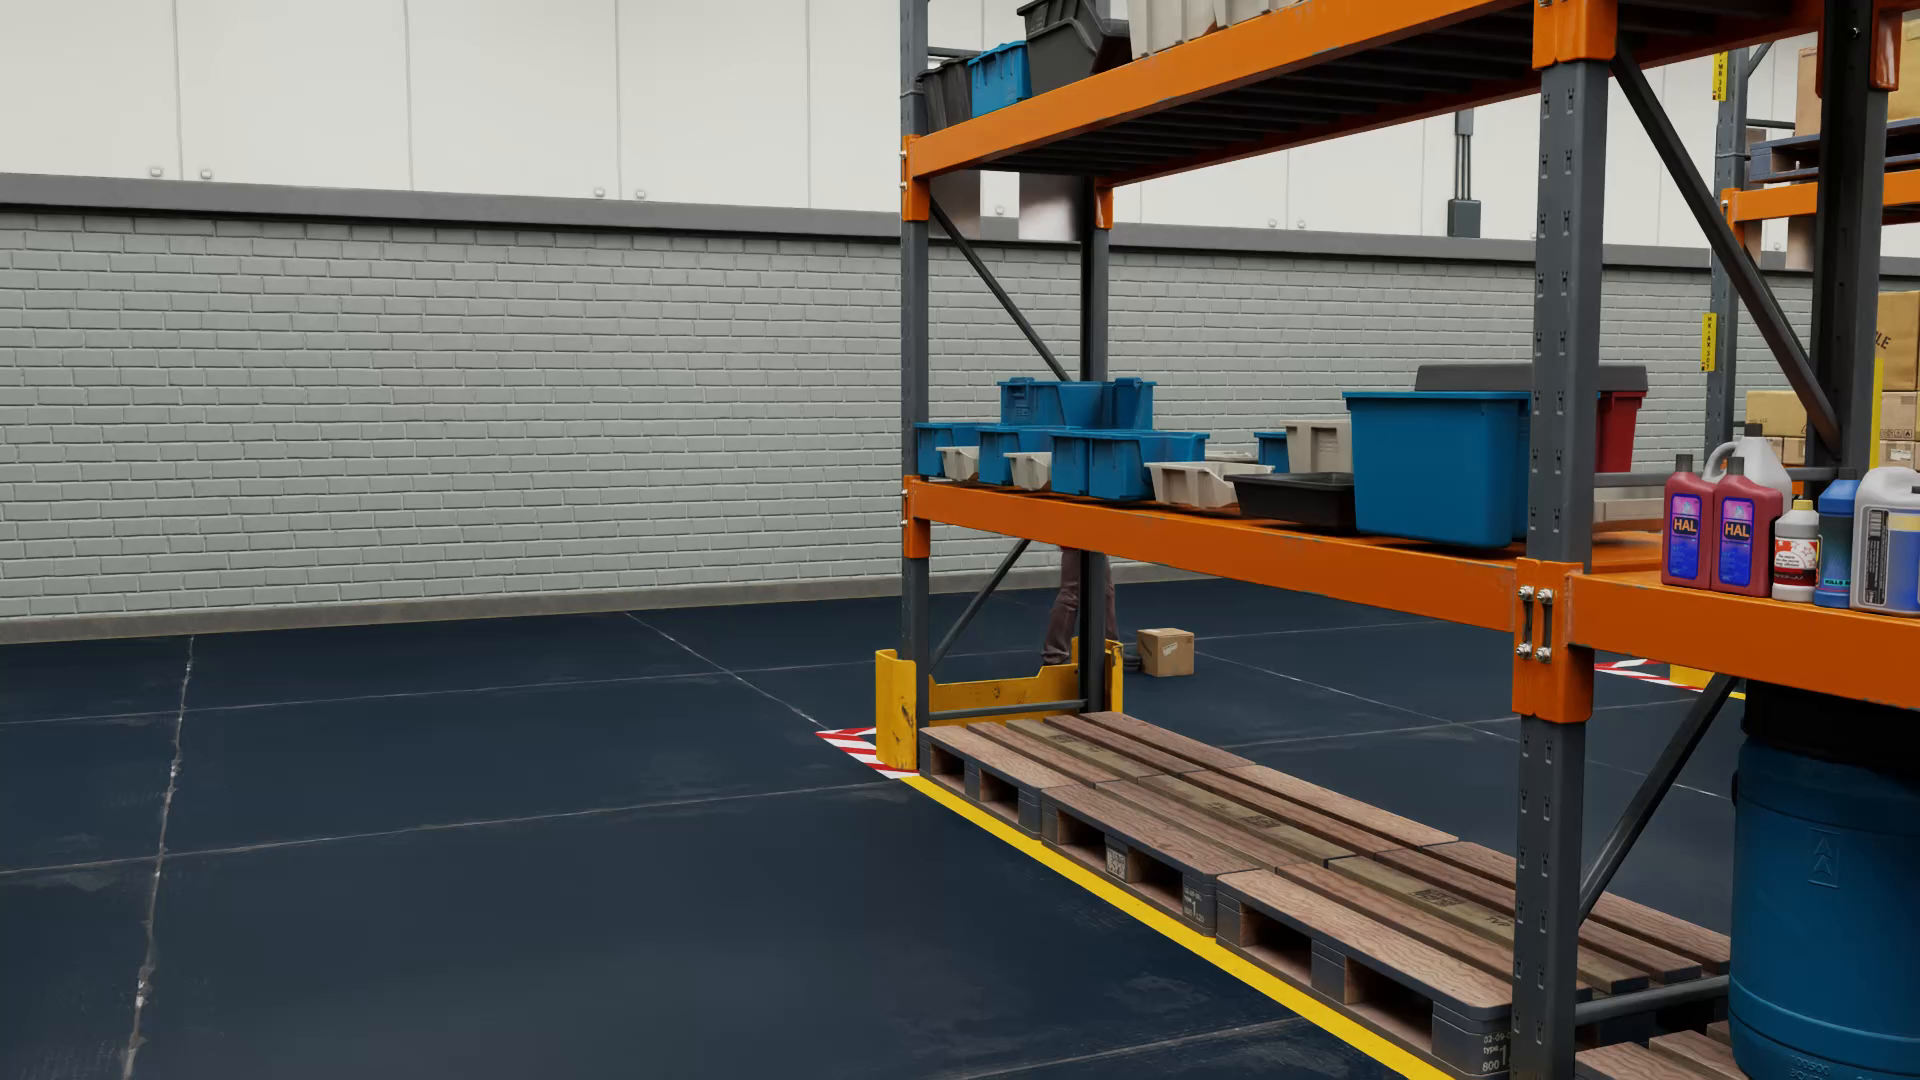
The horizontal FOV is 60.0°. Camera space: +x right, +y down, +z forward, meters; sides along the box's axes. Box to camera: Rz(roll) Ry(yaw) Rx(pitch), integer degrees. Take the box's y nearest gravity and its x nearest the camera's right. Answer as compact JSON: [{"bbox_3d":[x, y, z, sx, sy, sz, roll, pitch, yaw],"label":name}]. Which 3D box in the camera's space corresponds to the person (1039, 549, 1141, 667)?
[{"bbox_3d":[0.815,-0.055,9.882,0.685,1.719,0.553,0,5,-2],"label":"person"}]
